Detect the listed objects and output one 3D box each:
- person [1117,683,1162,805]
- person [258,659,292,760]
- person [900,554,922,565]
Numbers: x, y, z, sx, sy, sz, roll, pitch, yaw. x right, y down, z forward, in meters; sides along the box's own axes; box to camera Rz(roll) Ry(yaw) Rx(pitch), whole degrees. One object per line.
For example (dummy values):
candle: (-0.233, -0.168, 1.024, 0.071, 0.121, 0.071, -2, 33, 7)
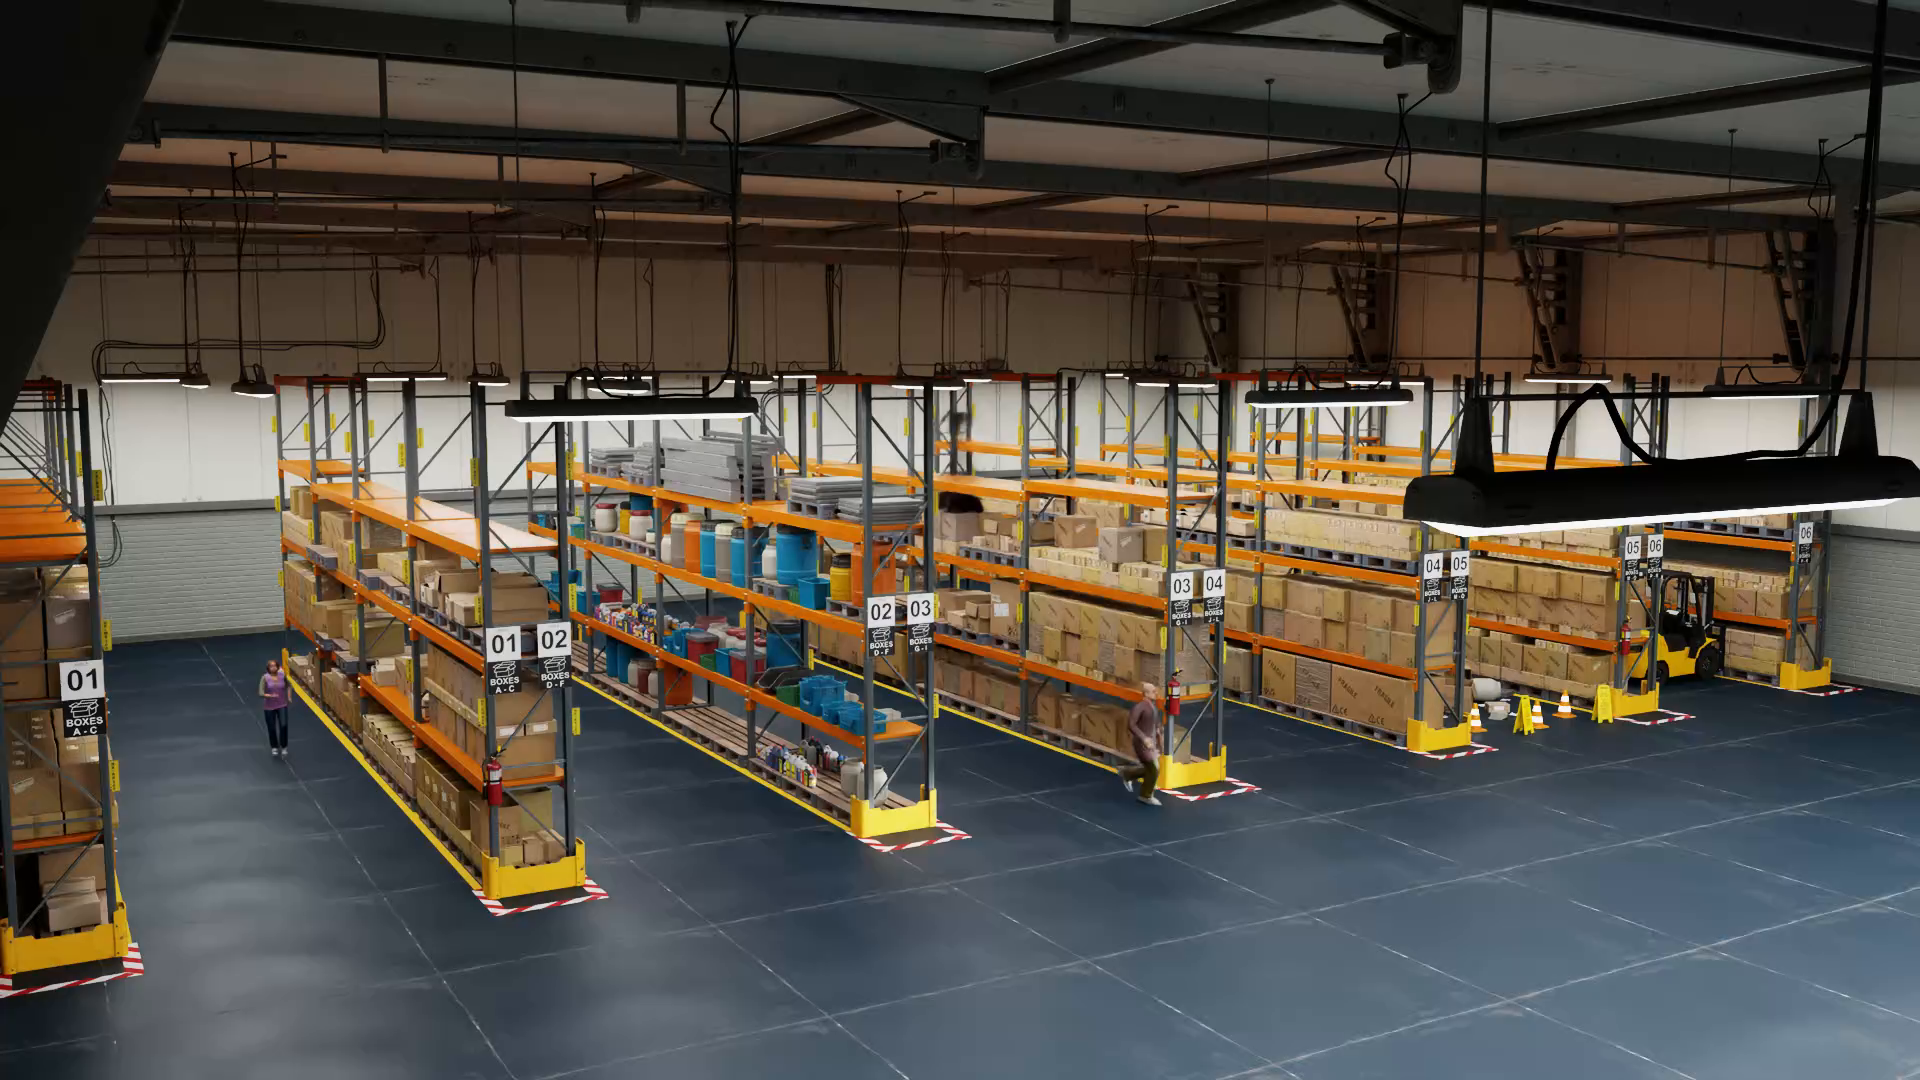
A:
person: (2.555, 2.897, 23.741, 0.722, 1.752, 0.750, 4, 7, 30)
person: (-10.780, 2.676, 26.227, 0.507, 1.590, 0.667, -3, 7, -25)
person: (-1.286, 0.938, 41.480, 0.703, 1.735, 0.429, 2, 7, 21)
